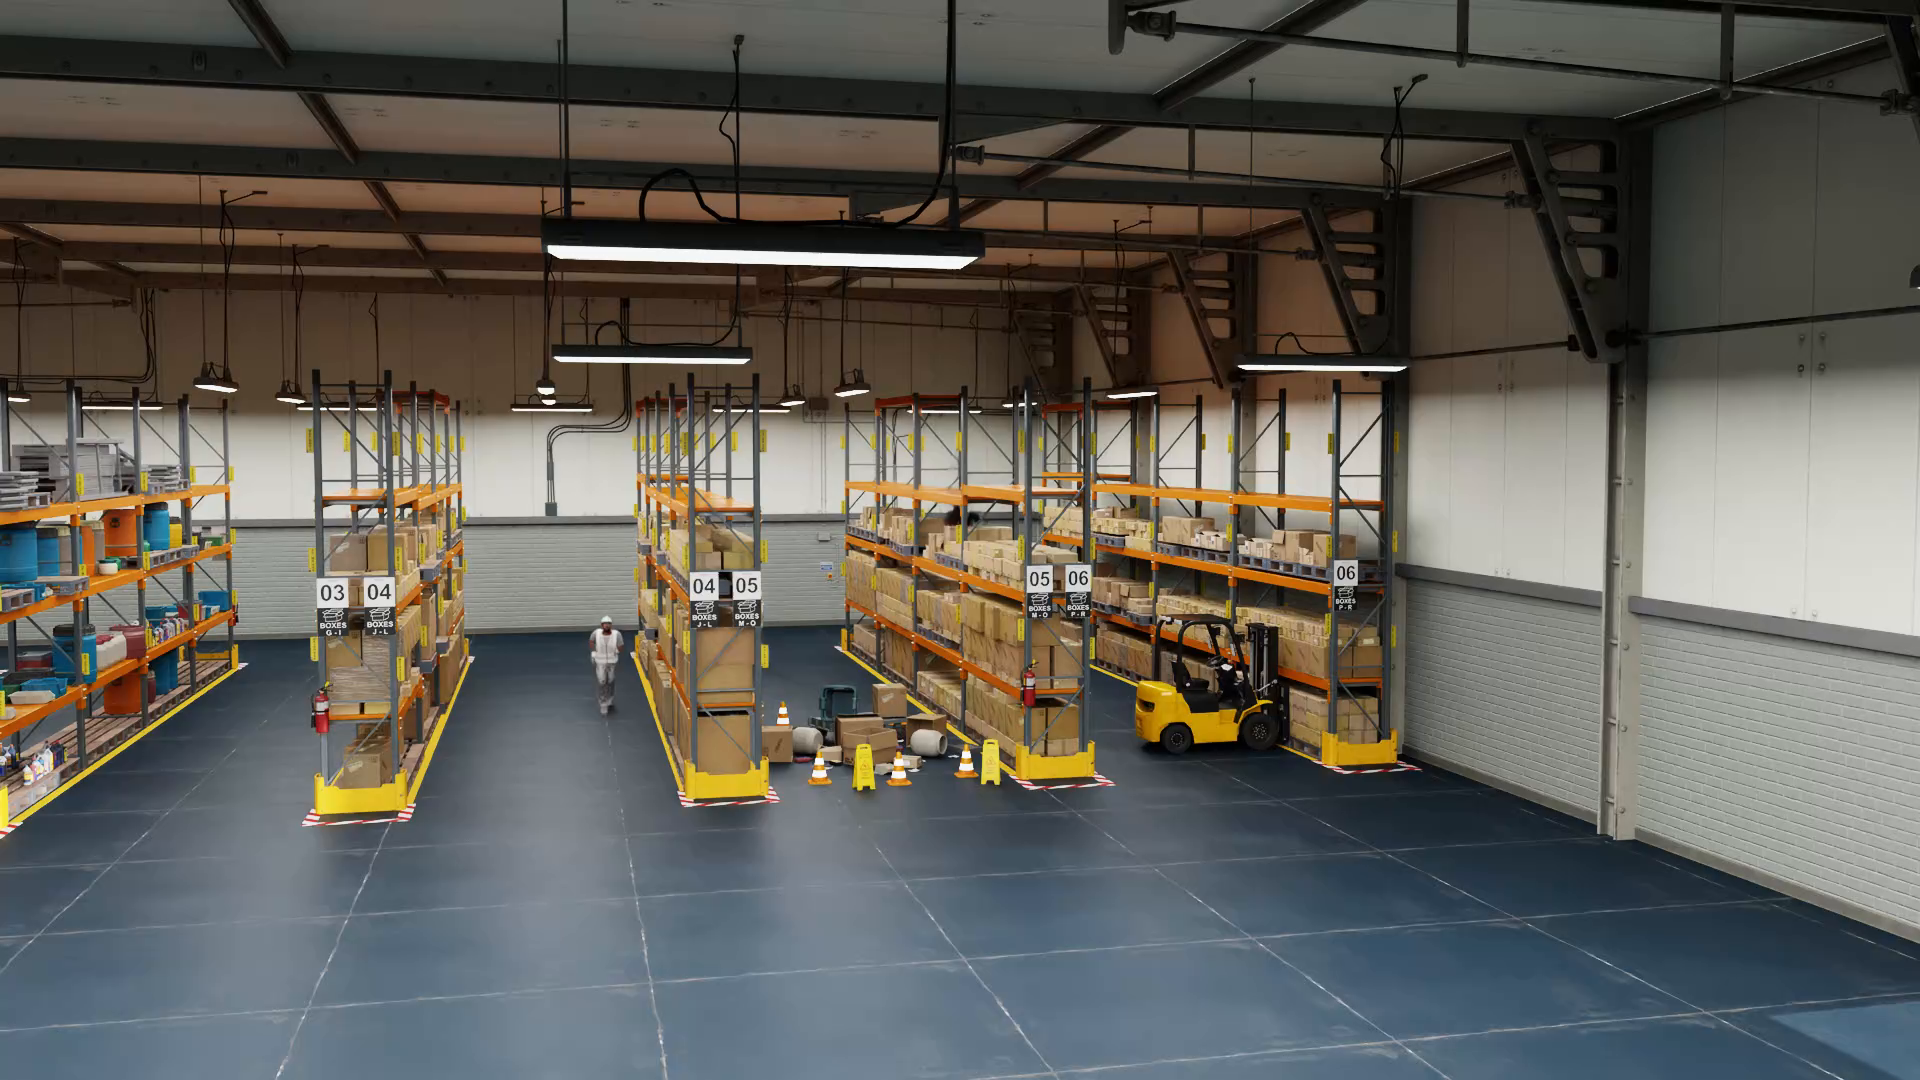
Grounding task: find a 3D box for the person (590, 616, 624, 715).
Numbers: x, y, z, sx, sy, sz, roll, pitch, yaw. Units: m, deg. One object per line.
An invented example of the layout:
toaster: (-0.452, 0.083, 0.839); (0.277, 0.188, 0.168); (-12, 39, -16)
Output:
person: (-6.612, 2.323, 31.171); (0.599, 1.828, 0.918); (-1, 3, -19)
